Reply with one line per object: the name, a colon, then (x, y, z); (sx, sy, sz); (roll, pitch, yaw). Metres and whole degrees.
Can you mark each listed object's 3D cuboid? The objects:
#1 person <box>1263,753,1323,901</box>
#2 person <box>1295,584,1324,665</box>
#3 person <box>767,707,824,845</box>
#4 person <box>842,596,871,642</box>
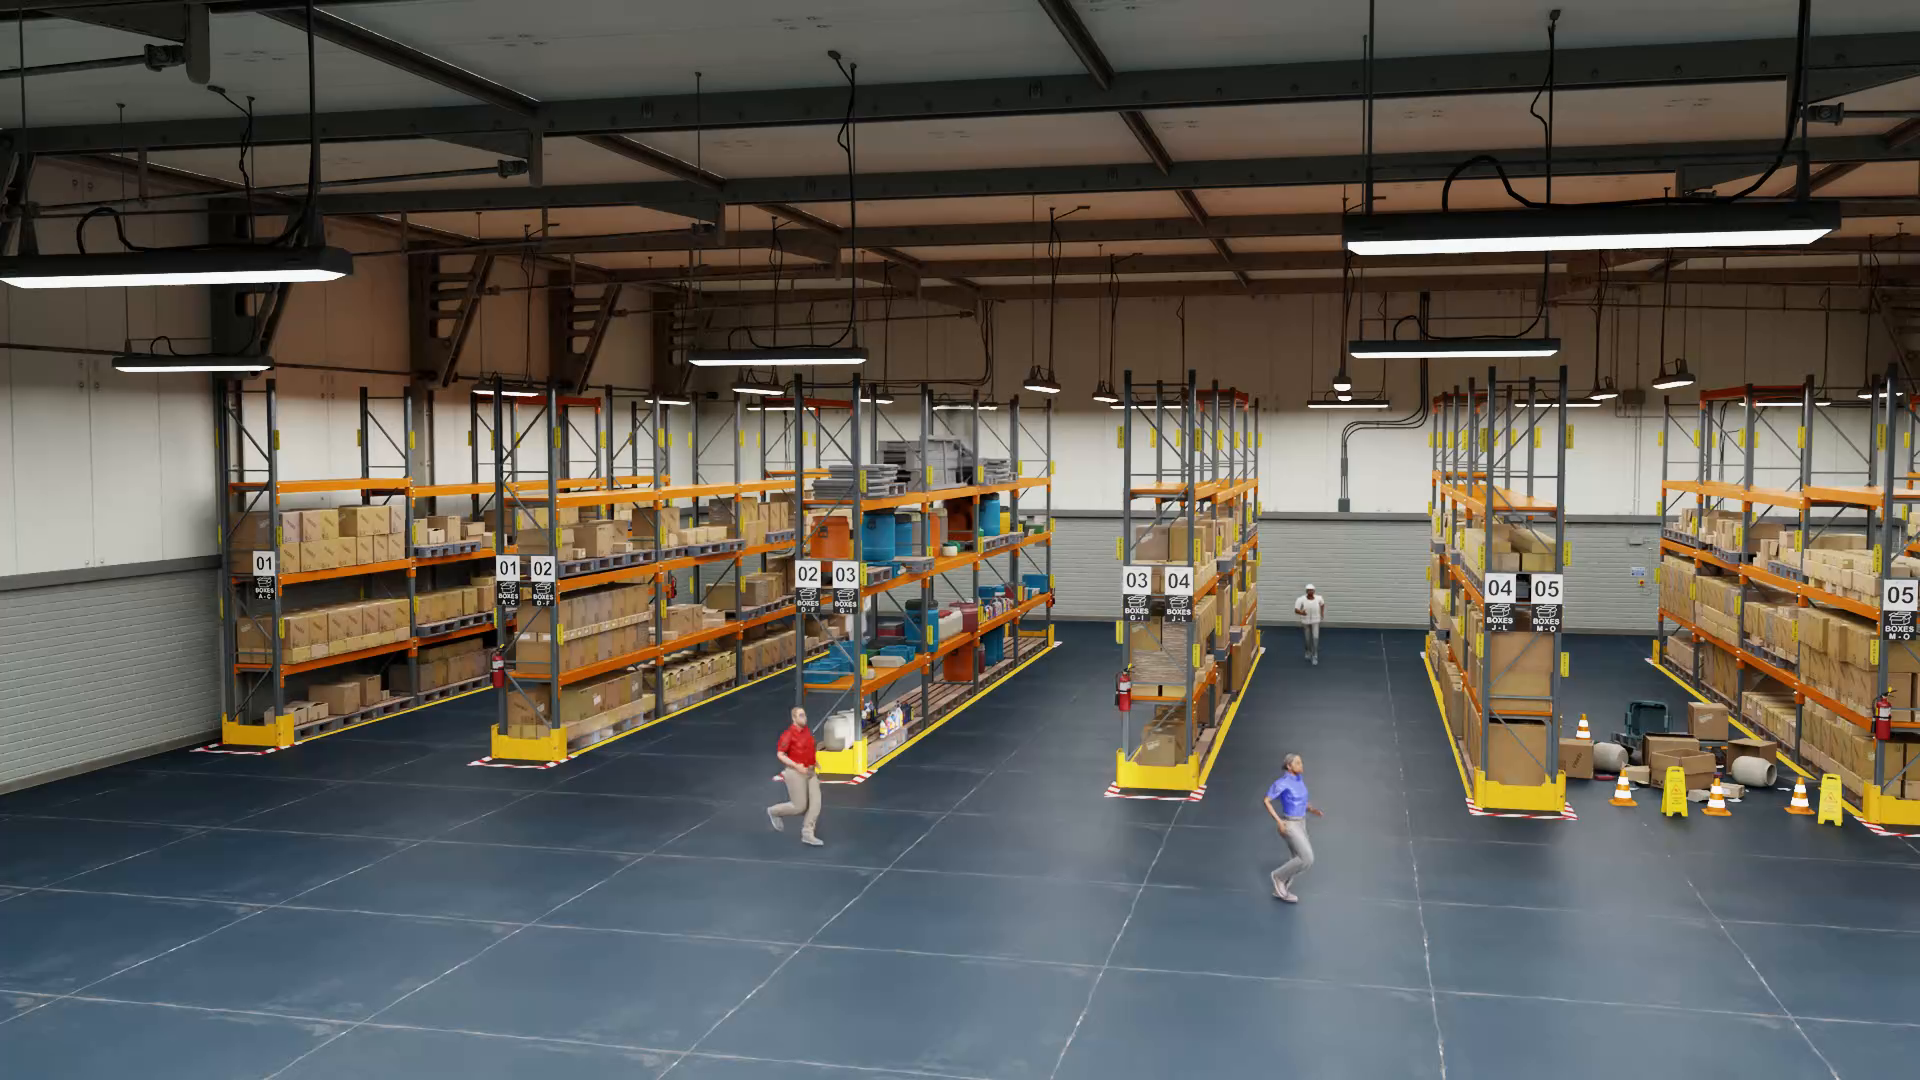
person: (3.639, 3.110, 17.949); (0.569, 1.615, 0.560); (3, 4, 37)
person: (7.871, 1.881, 37.452); (0.669, 1.813, 0.897); (1, 3, 8)
person: (-2.008, 2.919, 20.677); (0.784, 1.696, 0.662); (2, 4, 34)
person: (-2.200, 1.730, 35.049); (0.713, 1.817, 0.850); (0, 3, 8)
